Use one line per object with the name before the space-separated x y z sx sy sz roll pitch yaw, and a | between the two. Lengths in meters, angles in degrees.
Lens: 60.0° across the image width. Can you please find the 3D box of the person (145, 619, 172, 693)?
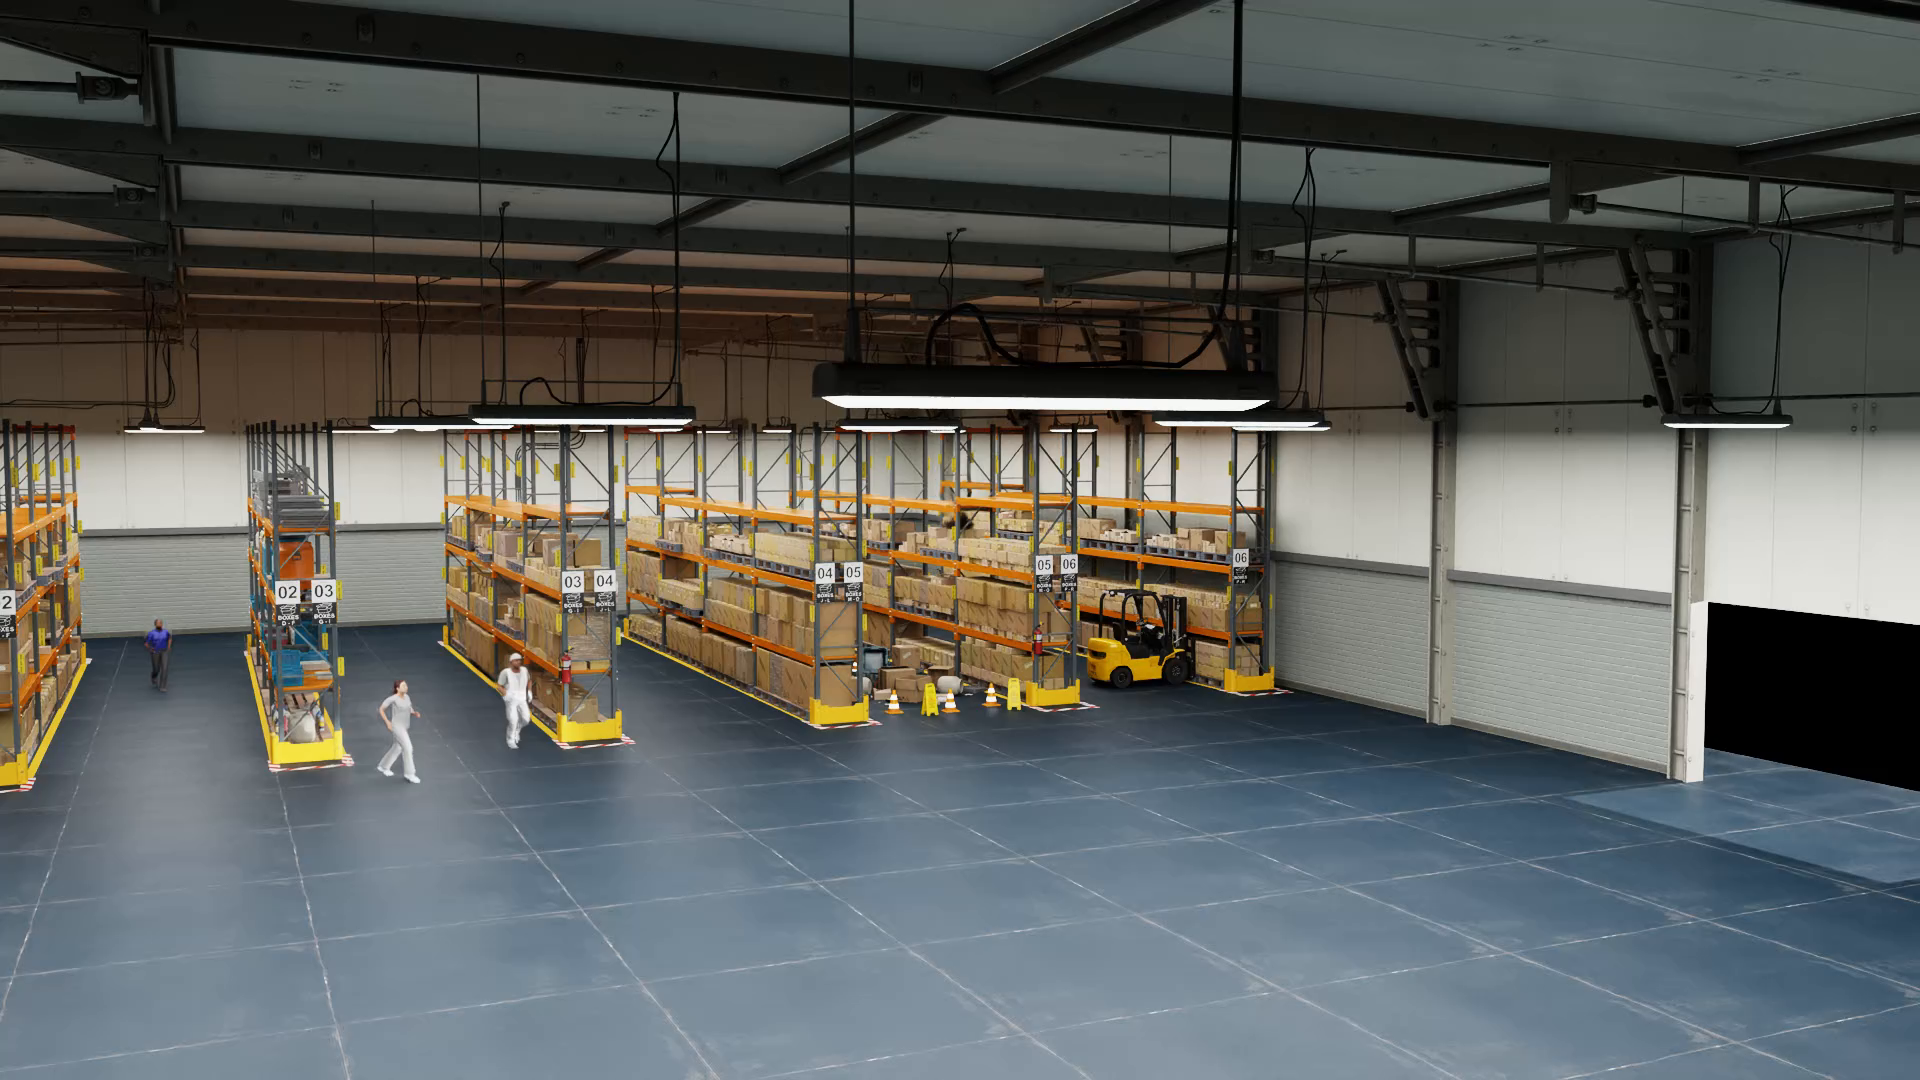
person | -17.988 2.580 37.370 0.578 1.641 0.782 -3 5 -38

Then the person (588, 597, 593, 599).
person | -10.863 1.921 47.660 0.813 1.752 0.667 1 4 15

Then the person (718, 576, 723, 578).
person | -6.790 1.906 47.506 0.612 1.735 0.805 -2 4 -34

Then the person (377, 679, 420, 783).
person | -9.334 3.156 27.657 0.844 1.704 0.560 1 4 13

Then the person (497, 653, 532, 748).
person | -8.149 2.946 30.565 0.719 1.742 0.597 -3 5 -42
